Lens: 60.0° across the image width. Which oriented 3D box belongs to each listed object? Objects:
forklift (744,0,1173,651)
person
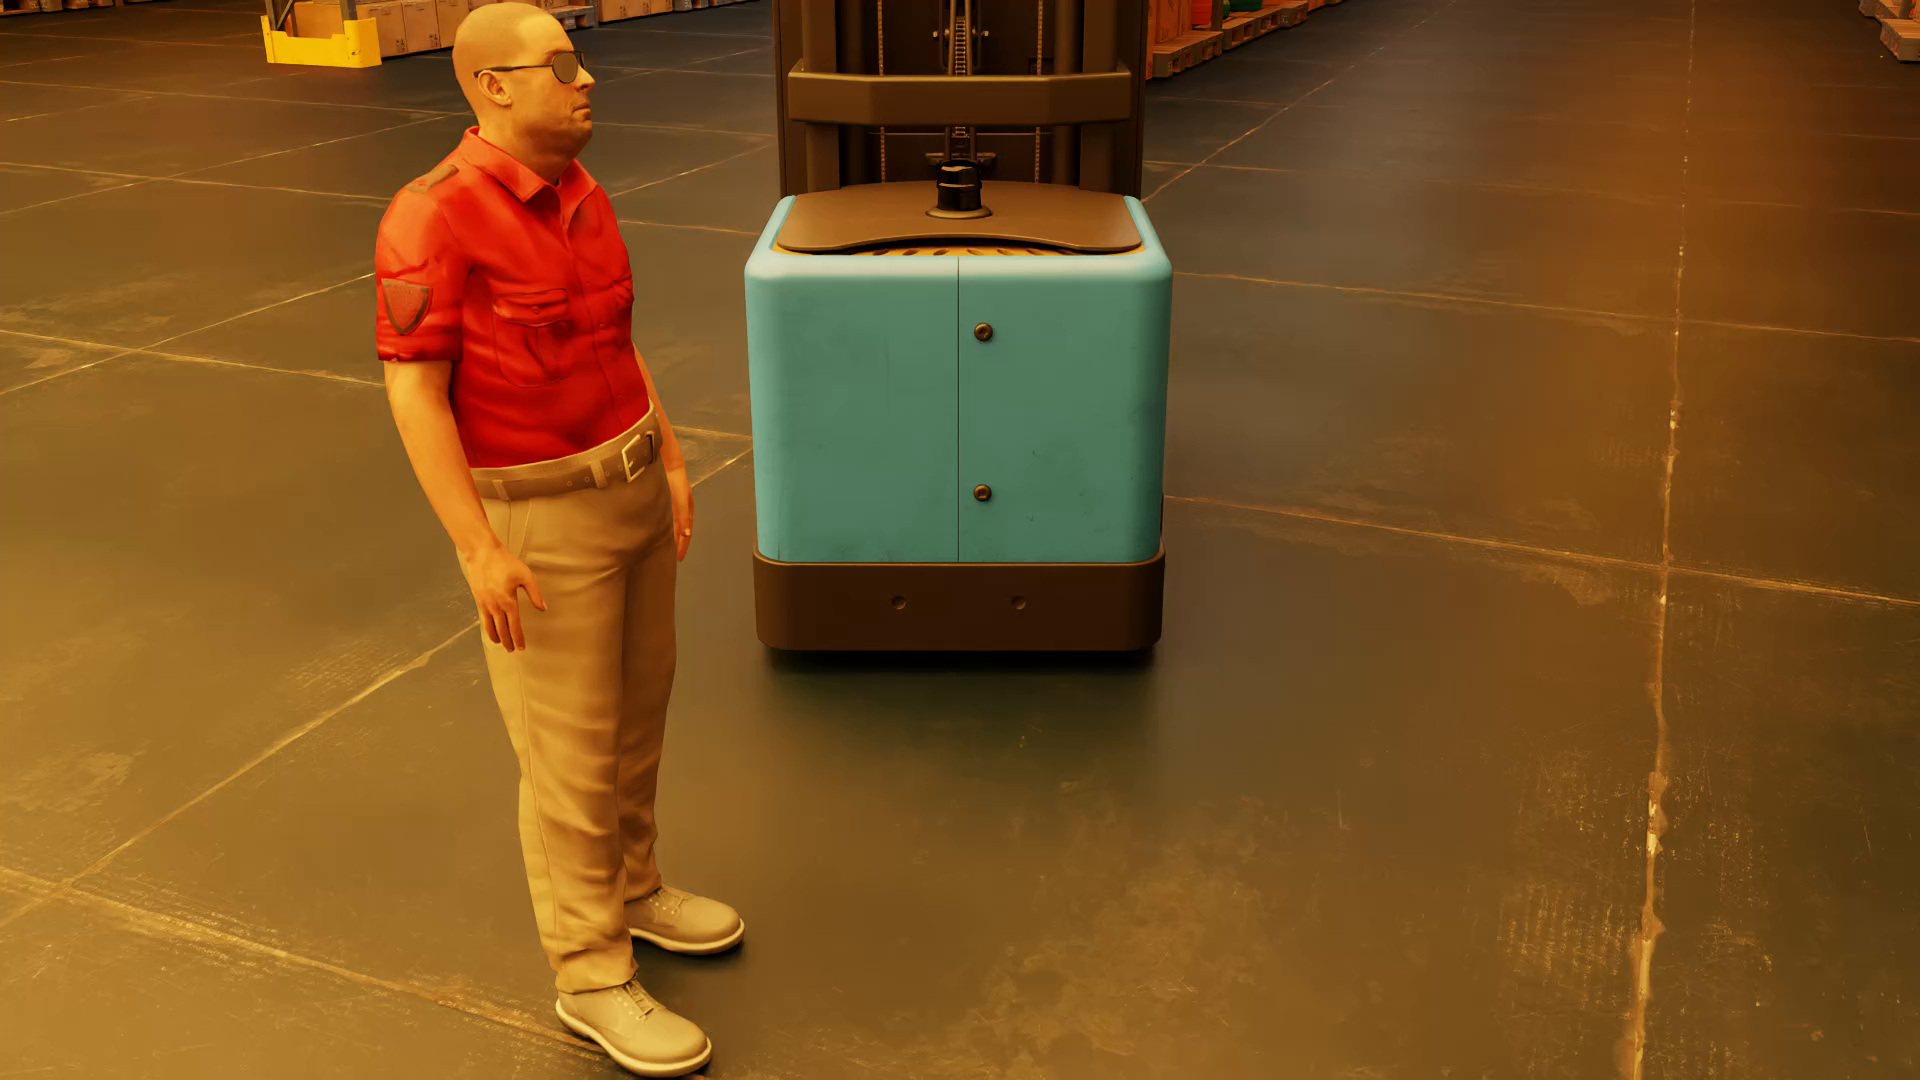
[{"bbox_3d":[0.002,-1.587,5.089,1.130,2.935,3.031,0,23,0],"label":"forklift"},{"bbox_3d":[-0.598,-0.012,2.862,0.551,1.727,0.641,9,24,20],"label":"person"}]
